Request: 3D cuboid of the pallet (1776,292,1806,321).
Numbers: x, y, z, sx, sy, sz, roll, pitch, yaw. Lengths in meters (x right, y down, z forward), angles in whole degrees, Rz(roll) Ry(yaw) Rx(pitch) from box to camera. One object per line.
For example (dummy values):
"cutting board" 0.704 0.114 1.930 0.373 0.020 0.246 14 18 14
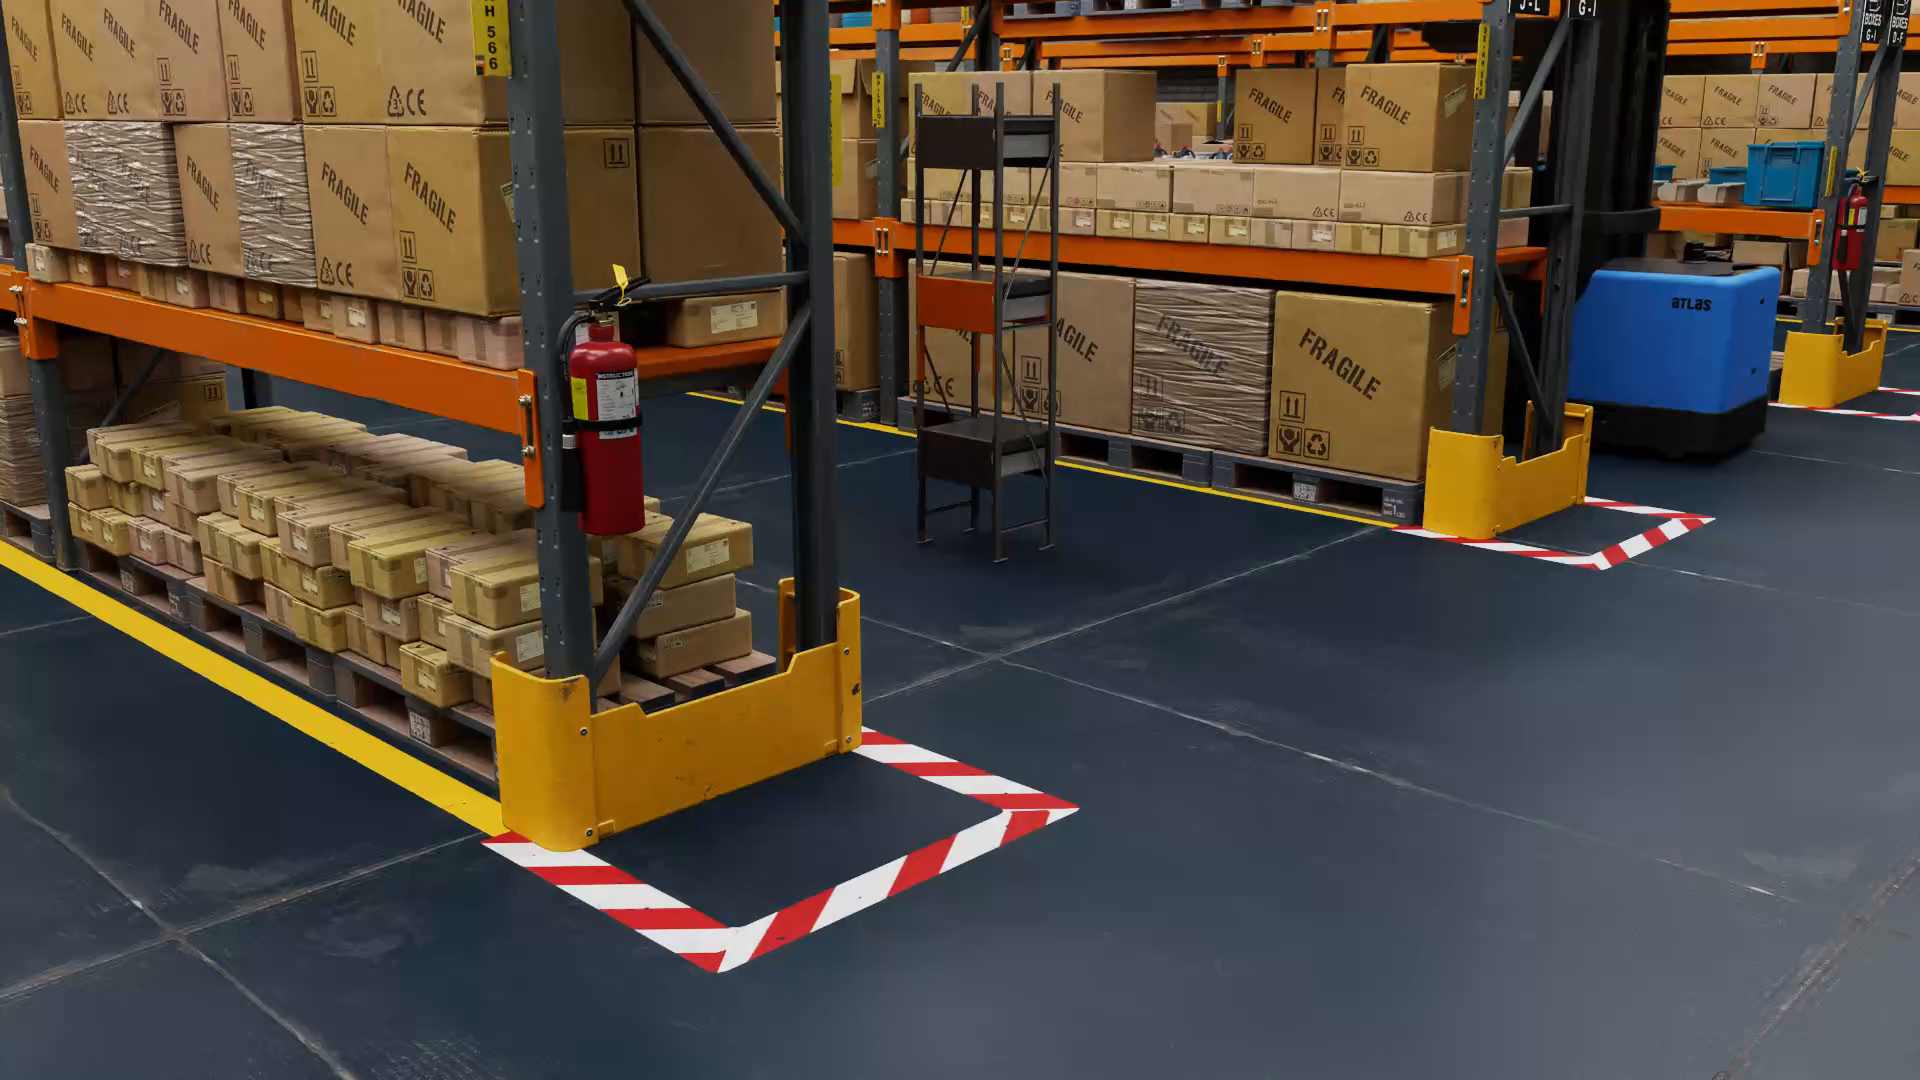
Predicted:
"pallet" 8.125 -2.398 16.718 1.213 0.211 1.003 14 20 42

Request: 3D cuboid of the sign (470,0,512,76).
"sign" -1.165 -1.318 4.117 0.005 0.325 0.100 14 20 42

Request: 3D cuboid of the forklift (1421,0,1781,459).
"forklift" 3.487 -2.171 10.453 3.031 2.935 1.130 12 19 39

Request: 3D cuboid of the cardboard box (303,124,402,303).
"cardboard box" -1.635 -1.017 5.098 0.500 0.500 0.500 13 20 41

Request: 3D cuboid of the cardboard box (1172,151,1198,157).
"cardboard box" 2.912 -4.873 21.184 0.380 0.149 0.250 -13 19 -40

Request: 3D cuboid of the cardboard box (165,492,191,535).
"cardboard box" -2.969 -0.136 6.736 0.250 0.149 0.380 12 19 39

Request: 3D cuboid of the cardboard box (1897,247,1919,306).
"cardboard box" 9.066 -2.435 15.415 0.500 0.500 0.500 14 20 42

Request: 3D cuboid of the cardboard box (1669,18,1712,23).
"cardboard box" 7.284 -5.242 16.451 0.500 0.250 0.500 14 20 42

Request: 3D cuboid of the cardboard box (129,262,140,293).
"cardboard box" -3.011 -1.054 6.525 0.250 0.149 0.380 13 19 40

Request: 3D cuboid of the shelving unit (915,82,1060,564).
"shelving unit" 0.119 -0.987 7.556 0.503 2.100 0.431 14 20 42

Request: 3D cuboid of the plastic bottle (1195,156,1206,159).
"plastic bottle" 2.174 -3.286 14.839 0.135 0.276 0.152 14 20 42

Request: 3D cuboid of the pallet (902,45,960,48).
"pallet" -0.516 -7.249 24.029 1.213 0.211 1.003 14 20 42

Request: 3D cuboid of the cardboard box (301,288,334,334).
"cardboard box" -1.910 -0.769 5.433 0.250 0.149 0.380 13 19 40

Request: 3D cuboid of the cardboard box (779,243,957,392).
"cardboard box" -0.604 -1.568 11.381 0.875 0.875 1.225 14 20 42

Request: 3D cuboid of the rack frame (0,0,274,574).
"rack frame" -3.645 -1.402 7.363 0.127 3.000 1.000 14 20 42

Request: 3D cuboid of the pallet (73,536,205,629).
"pallet" -3.137 0.059 7.288 1.213 0.211 1.003 14 20 42

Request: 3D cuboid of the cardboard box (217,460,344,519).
"cardboard box" -2.584 -0.187 6.344 0.250 0.149 0.380 13 19 40

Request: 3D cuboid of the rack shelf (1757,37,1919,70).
"rack shelf" 11.624 -5.735 19.471 4.000 0.370 1.077 14 20 42

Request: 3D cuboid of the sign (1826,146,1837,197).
"sign" 5.817 -2.460 11.099 0.005 0.325 0.100 14 20 42

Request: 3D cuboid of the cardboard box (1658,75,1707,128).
"cardboard box" 7.264 -4.390 16.651 0.500 0.500 0.500 13 19 40

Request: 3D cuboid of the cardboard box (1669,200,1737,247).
"cardboard box" 9.626 -4.235 21.666 0.750 0.750 0.750 14 20 43

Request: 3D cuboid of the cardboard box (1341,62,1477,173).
"cardboard box" 2.217 -2.056 8.094 0.500 0.500 0.500 14 20 43

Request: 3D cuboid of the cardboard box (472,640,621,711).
"cardboard box" -1.289 0.420 5.191 0.250 0.149 0.380 14 20 43

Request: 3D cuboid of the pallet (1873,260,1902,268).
"pallet" 11.560 -3.271 20.068 1.213 0.211 1.003 14 20 42

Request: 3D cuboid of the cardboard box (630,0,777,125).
"cardboard box" -0.905 -1.505 4.986 0.500 0.500 0.500 14 20 42

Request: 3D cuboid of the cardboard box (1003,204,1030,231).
"cardboard box" 0.422 -1.913 9.823 0.250 0.149 0.380 13 19 41

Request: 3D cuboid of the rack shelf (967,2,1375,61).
"rack shelf" 1.868 -4.637 15.256 4.000 0.370 1.077 14 20 42

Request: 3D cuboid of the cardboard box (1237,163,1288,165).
"cardboard box" 1.853 -1.967 9.240 0.500 0.250 0.500 13 19 40

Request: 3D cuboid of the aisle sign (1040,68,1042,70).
"aisle sign" 1.286 -8.298 28.673 0.004 0.787 0.394 14 20 42

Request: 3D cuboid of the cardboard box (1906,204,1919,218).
"cardboard box" 11.624 -3.974 20.072 0.250 0.149 0.380 13 20 41

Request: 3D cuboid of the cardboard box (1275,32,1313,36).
"cardboard box" 4.207 -6.211 19.675 0.500 0.500 0.910 14 20 42

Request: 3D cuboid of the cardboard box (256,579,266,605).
"cardboard box" -2.402 0.148 6.234 0.380 0.149 0.250 -14 20 -43

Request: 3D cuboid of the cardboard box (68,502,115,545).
"cardboard box" -3.606 -0.103 7.201 0.250 0.149 0.380 13 19 40

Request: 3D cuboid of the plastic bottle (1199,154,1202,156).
"plastic bottle" 2.271 -3.516 15.733 0.097 0.271 0.097 0 15 0

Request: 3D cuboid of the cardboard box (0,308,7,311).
"cardboard box" -5.124 -1.208 9.256 0.500 0.250 0.500 -14 20 -43

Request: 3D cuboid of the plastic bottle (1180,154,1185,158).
"plastic bottle" 2.101 -3.507 15.698 0.097 0.271 0.097 0 15 0

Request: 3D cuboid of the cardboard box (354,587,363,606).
"cardboard box" -1.841 0.134 5.701 0.250 0.149 0.380 13 20 42

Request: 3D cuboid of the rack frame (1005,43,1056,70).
"rack frame" 0.990 -5.482 23.022 0.127 3.000 1.000 14 20 42

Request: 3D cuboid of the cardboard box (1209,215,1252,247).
"cardboard box" 1.529 -1.644 8.790 0.250 0.149 0.380 13 20 41

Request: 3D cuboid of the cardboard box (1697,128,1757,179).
"cardboard box" 7.656 -3.814 16.424 0.500 0.500 0.500 14 20 42

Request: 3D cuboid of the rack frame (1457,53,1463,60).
"rack frame" 7.305 -5.682 23.788 0.127 3.000 1.000 14 20 42

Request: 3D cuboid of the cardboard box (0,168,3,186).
"cardboard box" -4.069 -1.661 7.433 0.380 0.149 0.250 -14 20 -42

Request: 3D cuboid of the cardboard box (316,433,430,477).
"cardboard box" -2.421 -0.328 6.884 0.250 0.149 0.380 12 19 40

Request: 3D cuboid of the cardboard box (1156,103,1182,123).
"cardboard box" 3.507 -6.795 26.830 0.500 0.500 0.500 14 20 42

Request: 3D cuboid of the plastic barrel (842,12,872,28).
"plastic barrel" -0.993 -5.999 18.063 0.708 0.901 0.600 14 20 42

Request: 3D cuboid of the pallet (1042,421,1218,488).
"pallet" 1.246 -0.574 9.717 1.213 0.211 1.003 14 20 42

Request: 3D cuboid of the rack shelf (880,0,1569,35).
"rack shelf" 1.310 -3.038 9.119 4.000 0.370 1.077 14 20 42

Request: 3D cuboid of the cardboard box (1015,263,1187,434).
"cardboard box" 0.938 -1.172 9.861 0.875 0.875 0.875 14 20 42

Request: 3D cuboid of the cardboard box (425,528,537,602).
"cardboard box" -1.464 0.086 5.295 0.380 0.149 0.250 -14 20 -43

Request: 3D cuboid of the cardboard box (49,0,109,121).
"cardboard box" -3.106 -1.867 6.376 0.500 0.500 0.500 13 19 41

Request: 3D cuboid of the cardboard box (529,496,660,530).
"cardboard box" -1.282 -0.060 5.856 0.250 0.149 0.380 14 20 42

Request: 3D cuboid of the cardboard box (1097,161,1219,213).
"cardboard box" 1.107 -1.961 9.215 0.500 0.250 0.500 14 20 42

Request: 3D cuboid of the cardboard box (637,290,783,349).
"cardboard box" -0.771 -0.696 5.153 0.250 0.149 0.380 13 20 42

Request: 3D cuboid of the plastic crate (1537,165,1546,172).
"plastic crate" 4.531 -2.744 12.728 0.300 0.233 0.416 14 20 42
